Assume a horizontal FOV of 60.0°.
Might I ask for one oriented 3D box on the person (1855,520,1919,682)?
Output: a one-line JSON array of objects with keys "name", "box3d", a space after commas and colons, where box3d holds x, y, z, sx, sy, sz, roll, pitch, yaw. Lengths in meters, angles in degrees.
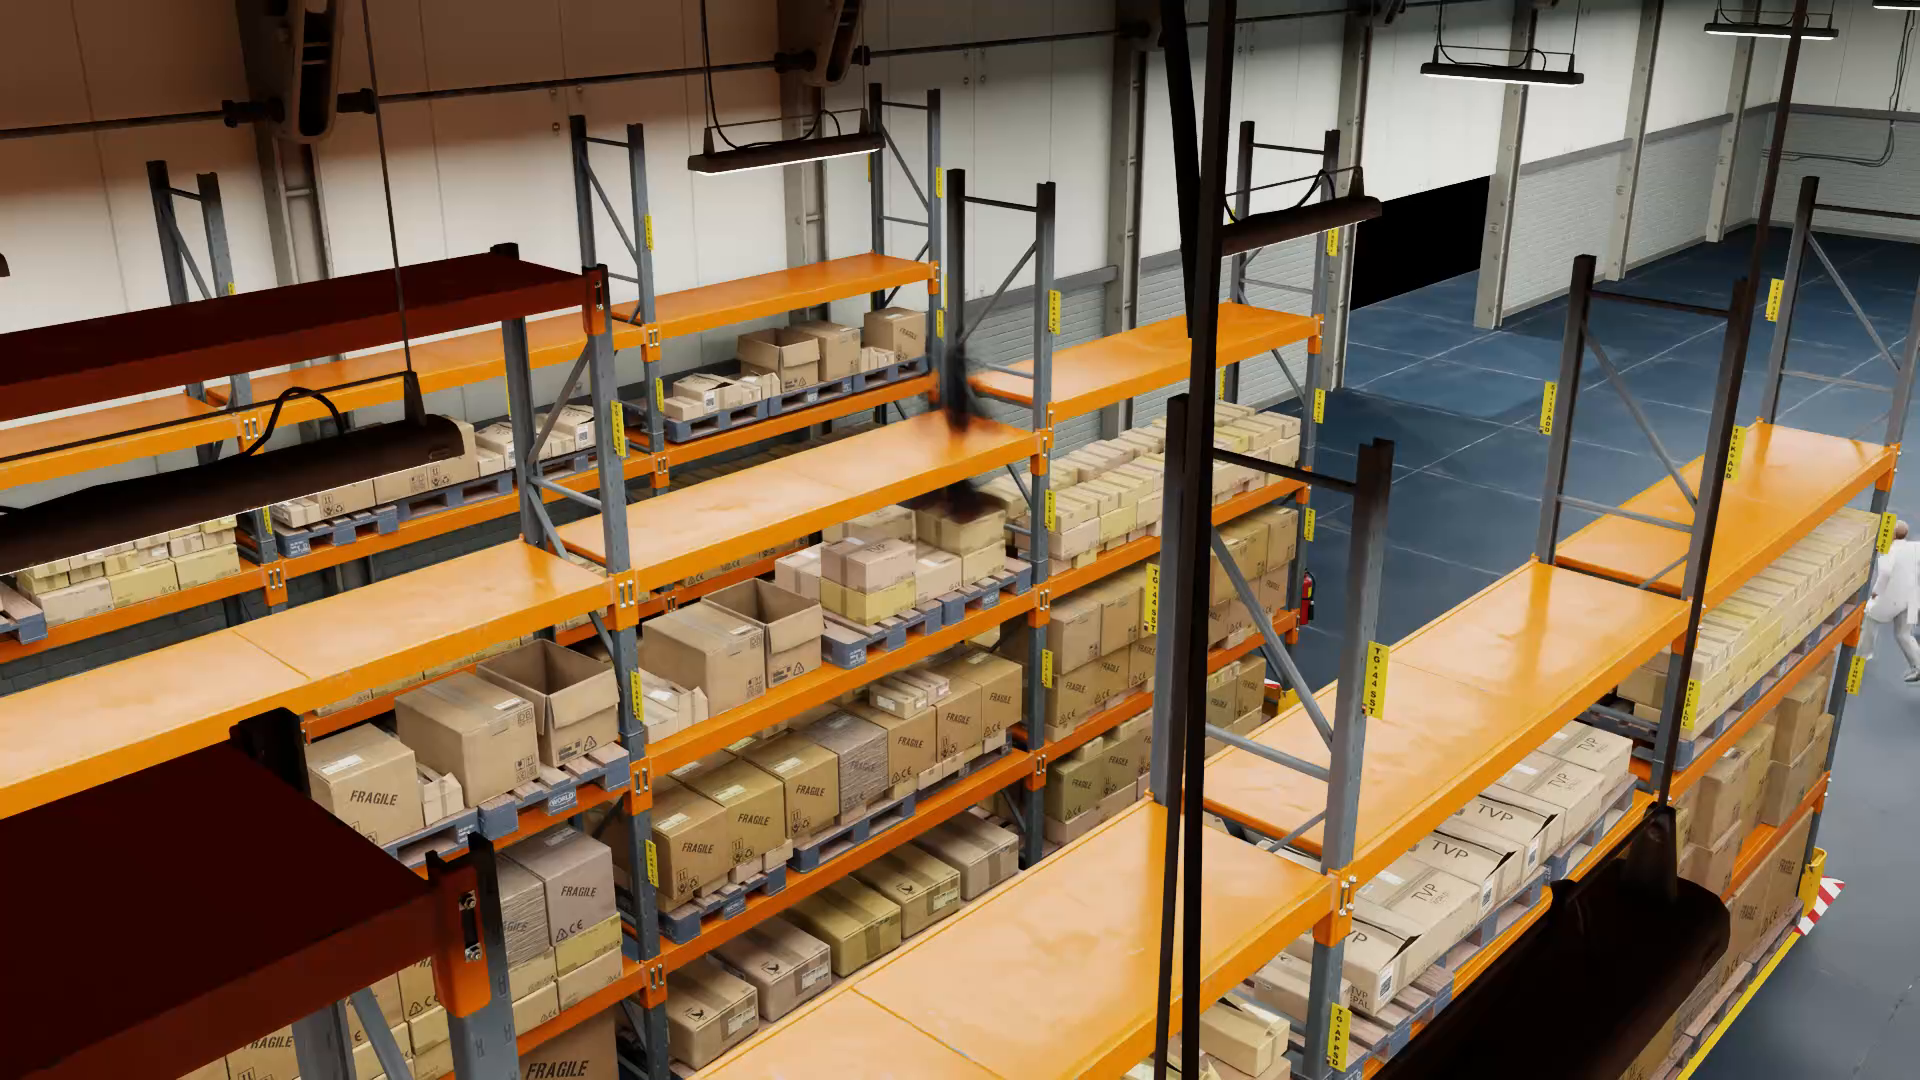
[{"name": "person", "box3d": [10.058, 0.697, 17.818, 0.712, 1.778, 1.189, -3, 21, -7]}]
